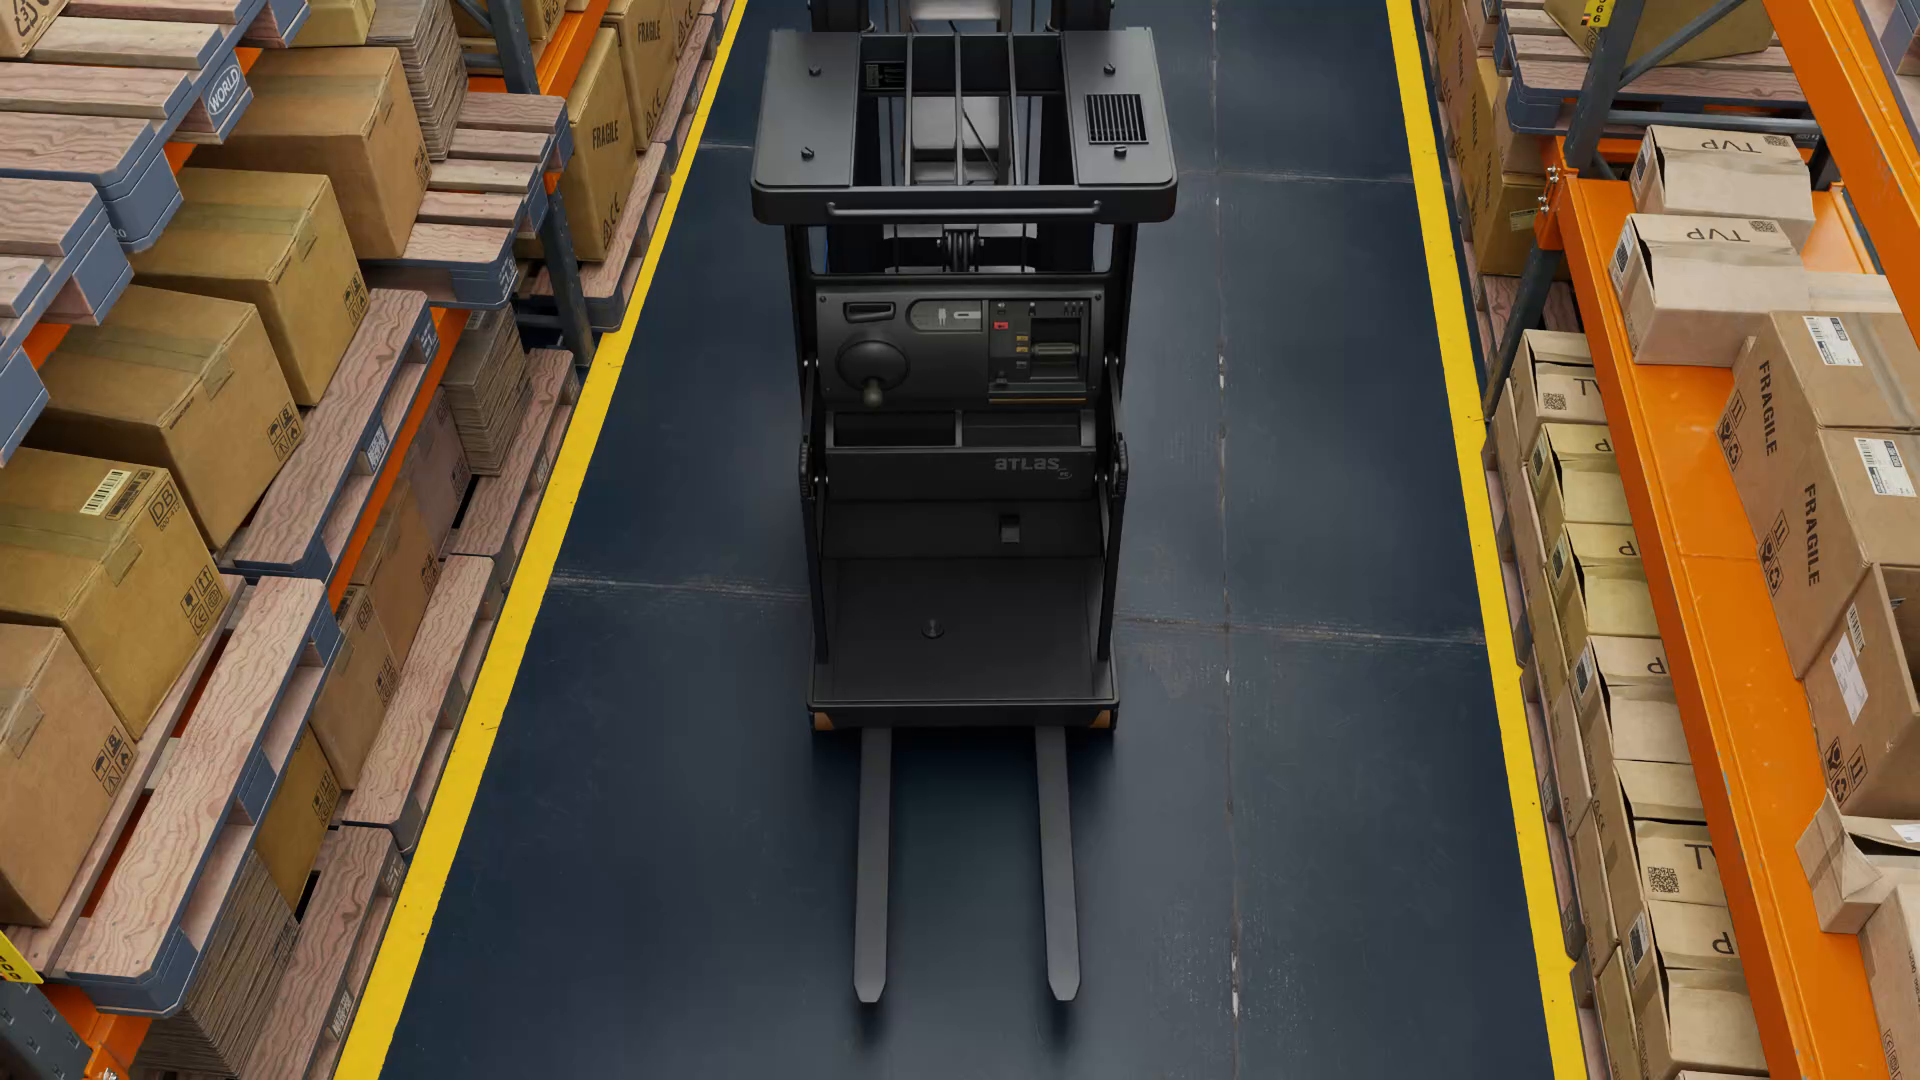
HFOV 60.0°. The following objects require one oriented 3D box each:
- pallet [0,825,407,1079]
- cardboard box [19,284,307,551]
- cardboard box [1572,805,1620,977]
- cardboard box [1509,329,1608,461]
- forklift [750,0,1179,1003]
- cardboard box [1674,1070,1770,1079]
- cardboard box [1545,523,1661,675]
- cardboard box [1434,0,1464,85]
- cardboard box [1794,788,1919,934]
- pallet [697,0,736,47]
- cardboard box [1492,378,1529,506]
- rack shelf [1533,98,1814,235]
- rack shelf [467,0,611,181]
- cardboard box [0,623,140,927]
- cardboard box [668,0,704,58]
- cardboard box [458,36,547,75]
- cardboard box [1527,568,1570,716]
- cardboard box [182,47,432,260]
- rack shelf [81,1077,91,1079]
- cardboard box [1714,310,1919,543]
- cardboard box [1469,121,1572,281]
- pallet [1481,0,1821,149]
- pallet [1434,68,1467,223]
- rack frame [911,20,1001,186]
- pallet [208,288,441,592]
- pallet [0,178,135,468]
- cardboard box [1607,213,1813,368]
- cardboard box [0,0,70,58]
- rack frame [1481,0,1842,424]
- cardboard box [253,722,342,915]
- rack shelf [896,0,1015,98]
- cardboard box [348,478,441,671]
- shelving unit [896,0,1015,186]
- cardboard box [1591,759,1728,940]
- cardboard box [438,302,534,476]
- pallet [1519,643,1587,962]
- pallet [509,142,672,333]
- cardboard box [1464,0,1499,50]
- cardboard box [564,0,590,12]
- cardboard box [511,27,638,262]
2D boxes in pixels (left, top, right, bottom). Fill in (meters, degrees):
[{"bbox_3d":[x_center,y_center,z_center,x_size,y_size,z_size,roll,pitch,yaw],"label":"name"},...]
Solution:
[{"bbox_3d":[-2.449,1.449,5.282,1.003,0.211,1.213,4,48,4],"label":"pallet"},{"bbox_3d":[-2.351,-0.370,4.690,0.700,0.500,0.500,10,48,9],"label":"cardboard box"},{"bbox_3d":[2.258,1.125,5.267,0.500,0.250,0.500,5,48,4],"label":"cardboard box"},{"bbox_3d":[2.439,-0.567,6.434,0.500,0.311,0.500,5,48,5],"label":"cardboard box"},{"bbox_3d":[0.007,-0.529,5.248,1.130,2.935,3.031,0,48,0],"label":"forklift"},{"bbox_3d":[2.166,1.691,4.370,0.500,0.311,0.500,4,48,4],"label":"cardboard box"},{"bbox_3d":[2.351,0.195,5.738,0.500,0.311,0.500,3,48,2],"label":"cardboard box"},{"bbox_3d":[2.767,-2.674,8.559,0.500,0.500,0.500,4,48,4],"label":"cardboard box"},{"bbox_3d":[2.312,0.798,4.079,0.396,0.266,0.258,3,48,3],"label":"cardboard box"},{"bbox_3d":[-1.785,-3.285,9.612,1.003,0.211,1.213,4,48,4],"label":"pallet"},{"bbox_3d":[2.439,-0.377,6.641,0.500,0.250,0.500,4,48,3],"label":"cardboard box"},{"bbox_3d":[2.962,-2.756,7.725,1.077,0.370,4.000,4,48,4],"label":"rack shelf"},{"bbox_3d":[-1.972,-3.086,8.027,1.077,0.370,4.000,4,48,4],"label":"rack shelf"},{"bbox_3d":[-2.438,0.526,3.870,0.700,0.500,0.500,4,48,4],"label":"cardboard box"},{"bbox_3d":[-1.797,-3.075,8.702,0.750,0.750,0.750,5,48,5],"label":"cardboard box"},{"bbox_3d":[-1.893,-2.007,6.710,0.380,0.149,0.250,3,48,3],"label":"cardboard box"},{"bbox_3d":[2.353,0.374,5.954,0.500,0.250,0.500,3,48,2],"label":"cardboard box"},{"bbox_3d":[-2.211,-1.283,5.525,0.700,0.500,0.500,0,48,0],"label":"cardboard box"},{"bbox_3d":[-2.701,2.793,2.651,1.077,0.370,4.000,4,48,4],"label":"rack shelf"},{"bbox_3d":[2.643,-0.328,4.950,0.500,0.500,0.500,2,48,1],"label":"cardboard box"},{"bbox_3d":[2.631,-1.537,7.519,0.500,0.500,0.500,6,48,5],"label":"cardboard box"},{"bbox_3d":[2.771,-1.967,6.646,1.213,0.211,1.003,4,48,4],"label":"pallet"},{"bbox_3d":[2.999,-2.028,8.462,1.003,0.211,1.213,4,48,4],"label":"pallet"},{"bbox_3d":[-0.022,-1.738,6.917,0.400,2.100,0.015,0,48,0],"label":"rack frame"},{"bbox_3d":[-2.294,-0.337,5.155,1.003,0.211,1.213,4,48,4],"label":"pallet"},{"bbox_3d":[-2.356,-0.315,3.100,1.213,0.211,1.003,4,48,4],"label":"pallet"},{"bbox_3d":[2.505,-0.854,5.559,0.500,0.311,0.500,3,48,3],"label":"cardboard box"},{"bbox_3d":[-2.277,-1.410,3.622,0.500,0.500,0.500,2,48,2],"label":"cardboard box"},{"bbox_3d":[2.779,-1.529,6.115,1.000,3.000,0.127,4,48,4],"label":"rack frame"},{"bbox_3d":[-2.471,0.850,5.335,0.700,0.500,0.500,3,48,3],"label":"cardboard box"},{"bbox_3d":[-0.019,-2.022,6.246,0.431,0.518,0.480,0,48,0],"label":"rack shelf"},{"bbox_3d":[-2.348,0.106,6.016,0.700,0.500,0.500,4,48,3],"label":"cardboard box"},{"bbox_3d":[-0.019,-1.558,6.752,0.431,2.100,0.503,0,48,0],"label":"shelving unit"},{"bbox_3d":[2.255,0.941,5.055,0.500,0.311,0.500,4,48,3],"label":"cardboard box"},{"bbox_3d":[-2.168,-0.631,6.691,0.700,0.500,0.500,4,48,4],"label":"cardboard box"},{"bbox_3d":[2.552,0.909,5.776,1.003,0.211,1.213,4,48,4],"label":"pallet"},{"bbox_3d":[-2.007,-1.492,7.972,1.003,0.211,1.213,4,48,4],"label":"pallet"},{"bbox_3d":[2.721,-2.583,7.968,0.500,0.250,0.500,3,48,3],"label":"cardboard box"},{"bbox_3d":[-1.753,-2.382,7.052,0.380,0.149,0.250,5,48,5],"label":"cardboard box"},{"bbox_3d":[-1.956,-1.807,7.542,0.750,0.750,0.750,3,48,3],"label":"cardboard box"}]
